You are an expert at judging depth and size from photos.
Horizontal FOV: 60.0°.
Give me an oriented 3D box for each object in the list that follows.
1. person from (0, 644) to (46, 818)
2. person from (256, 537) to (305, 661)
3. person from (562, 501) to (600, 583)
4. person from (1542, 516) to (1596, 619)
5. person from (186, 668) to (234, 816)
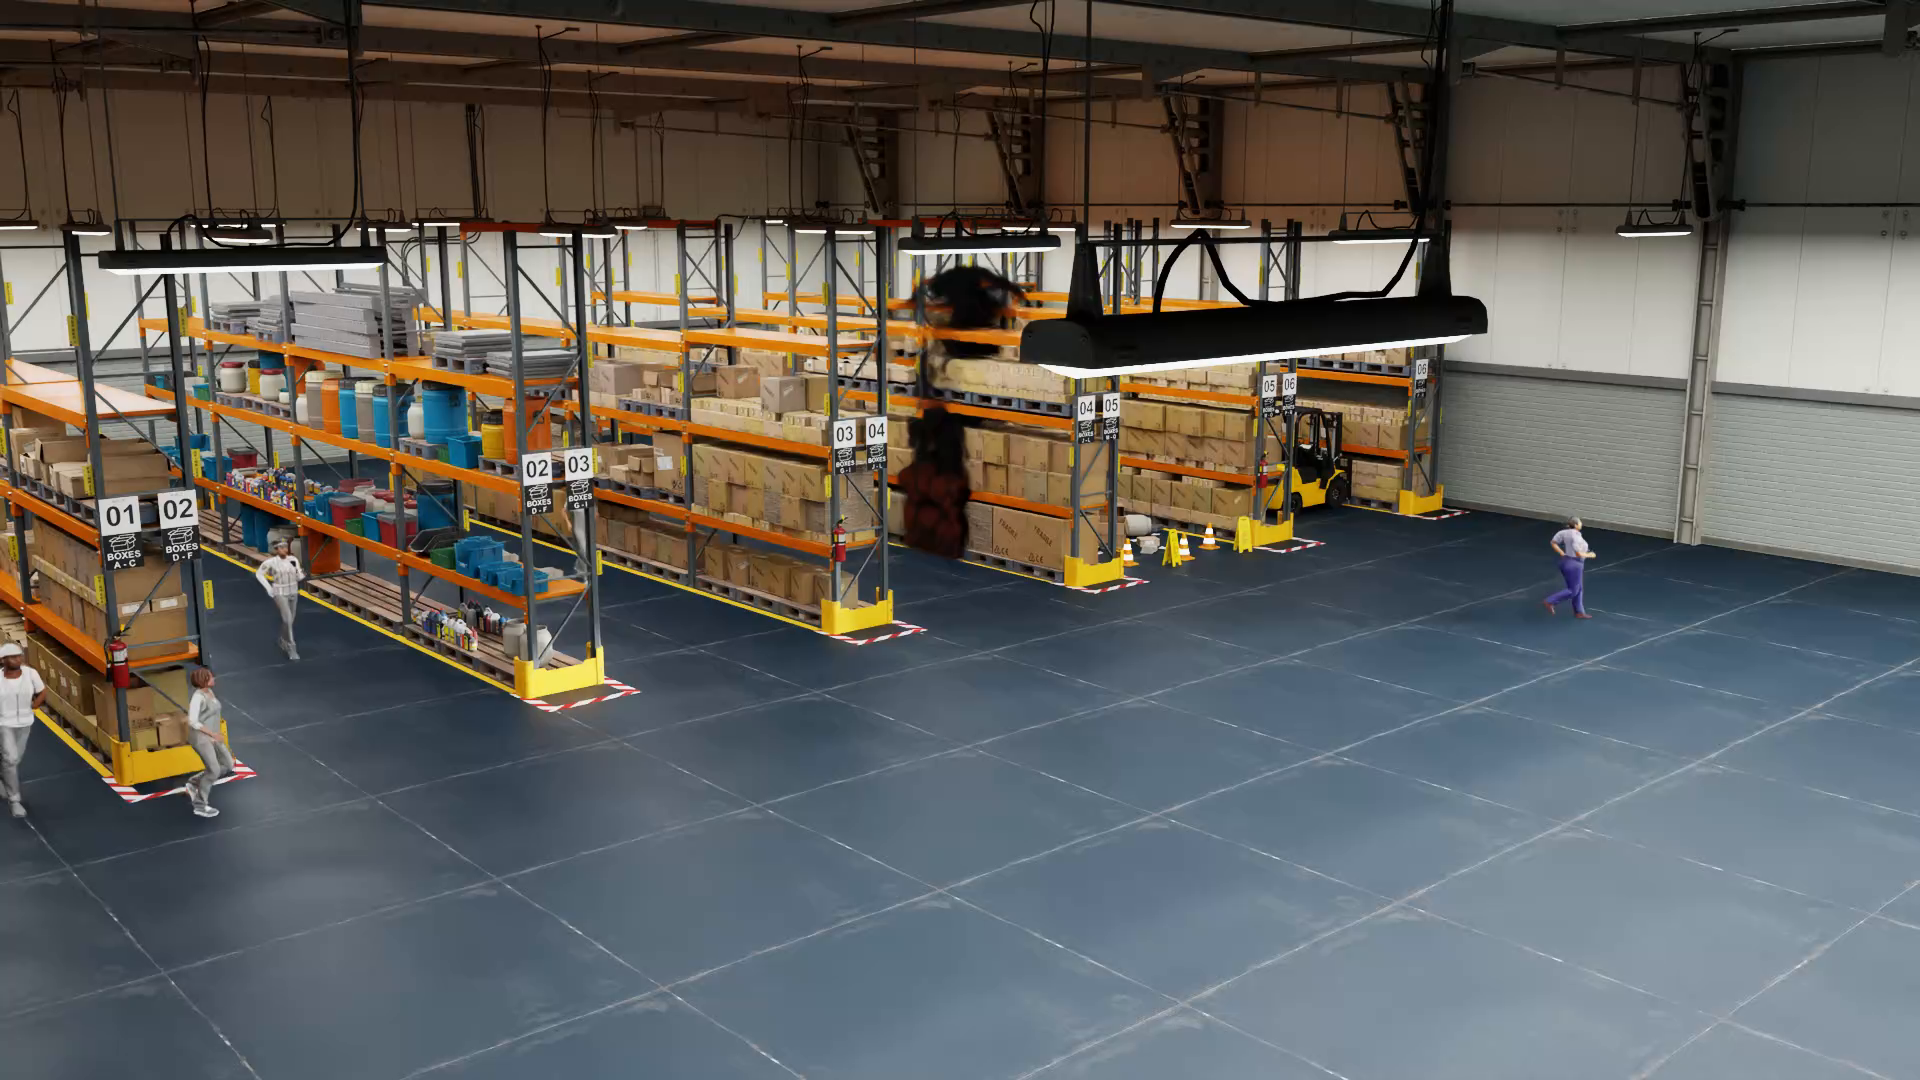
[{"bbox_3d":[-10.051,1.967,17.699,0.889,1.764,0.719,8,14,35],"label":"person"},{"bbox_3d":[-9.570,0.811,23.569,0.718,1.747,0.597,9,14,37],"label":"person"},{"bbox_3d":[-6.379,-0.120,28.166,0.543,1.710,0.823,-10,15,-42],"label":"person"},{"bbox_3d":[9.379,0.437,25.578,0.891,1.645,0.609,-1,11,-7],"label":"person"},{"bbox_3d":[-7.951,2.111,17.550,0.483,1.551,0.567,-1,11,-5],"label":"person"}]
